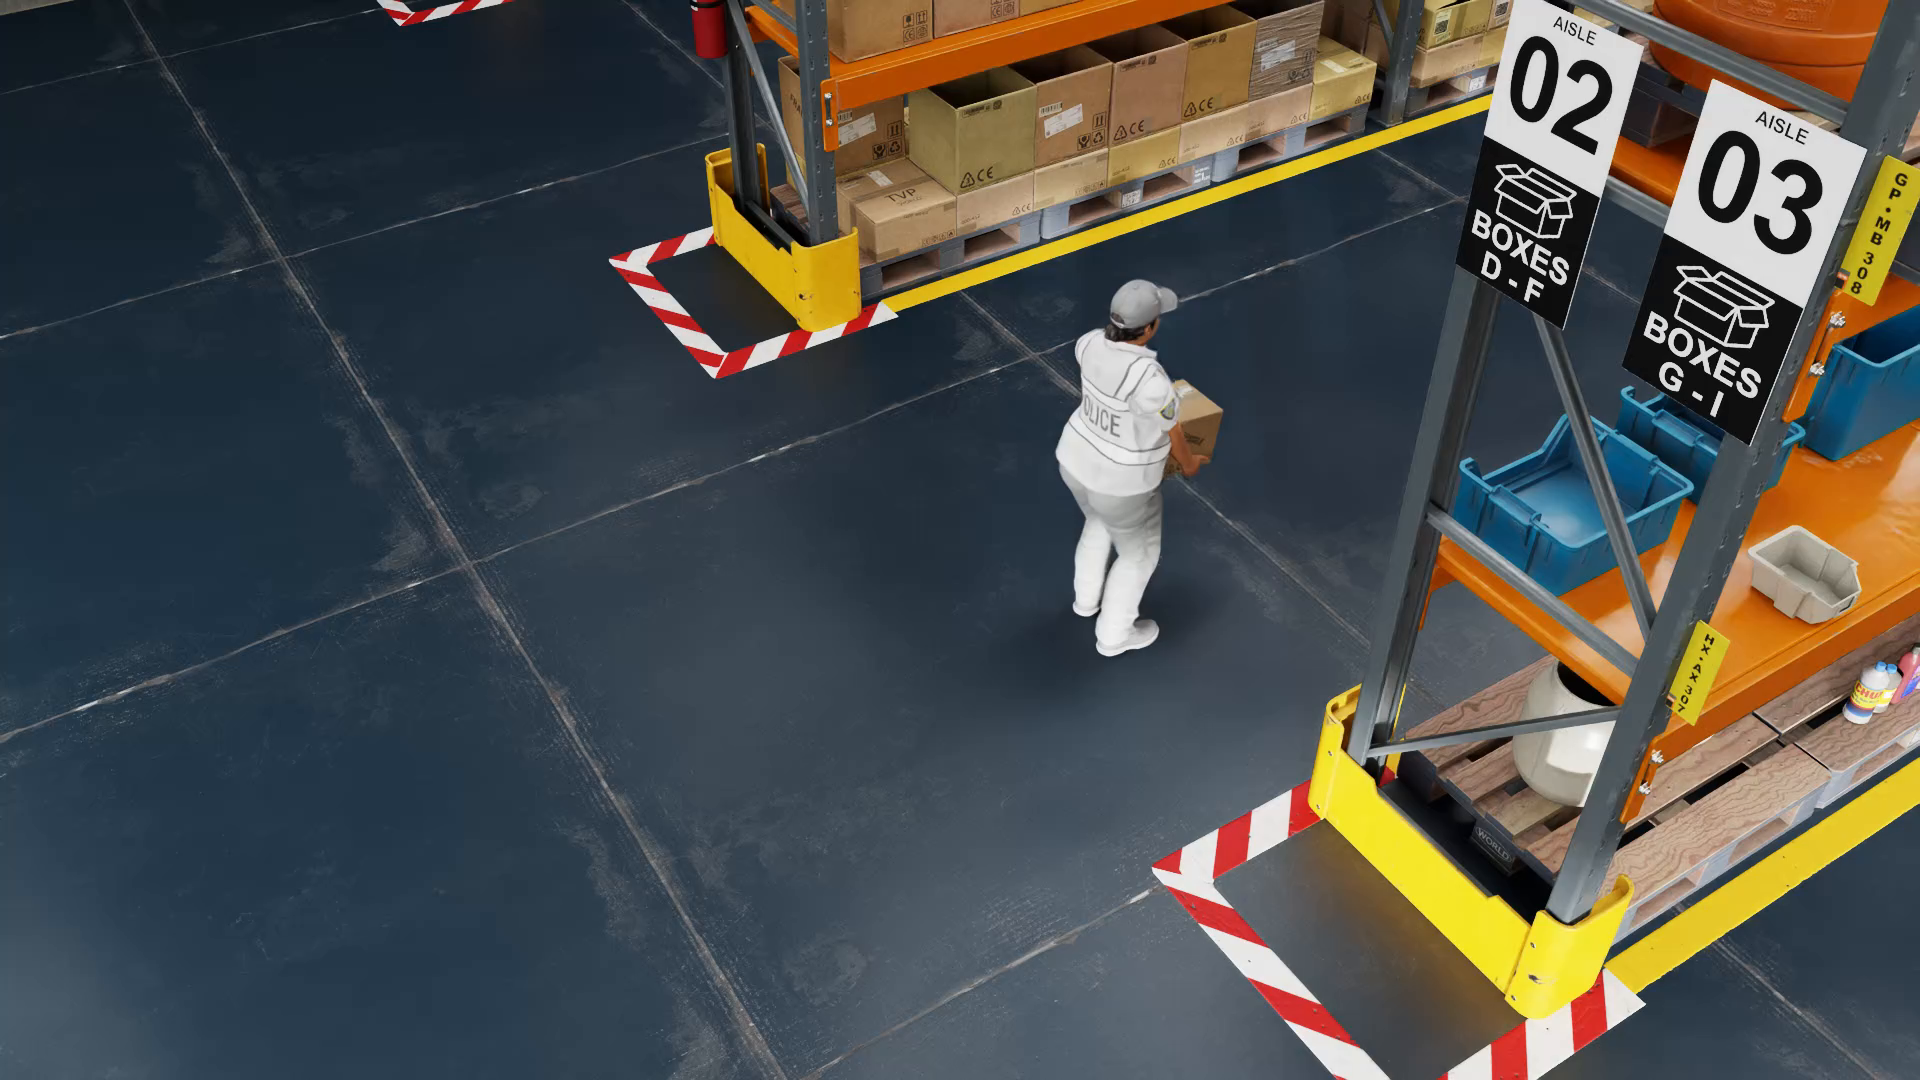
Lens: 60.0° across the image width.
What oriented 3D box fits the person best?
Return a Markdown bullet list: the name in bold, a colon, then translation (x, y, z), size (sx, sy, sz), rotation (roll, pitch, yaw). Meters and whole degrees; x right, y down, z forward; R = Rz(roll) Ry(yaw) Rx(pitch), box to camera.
- **person**: translation (0.662, -0.294, 6.506), size (0.559, 1.660, 0.452), rotation (-23, 46, -25)
